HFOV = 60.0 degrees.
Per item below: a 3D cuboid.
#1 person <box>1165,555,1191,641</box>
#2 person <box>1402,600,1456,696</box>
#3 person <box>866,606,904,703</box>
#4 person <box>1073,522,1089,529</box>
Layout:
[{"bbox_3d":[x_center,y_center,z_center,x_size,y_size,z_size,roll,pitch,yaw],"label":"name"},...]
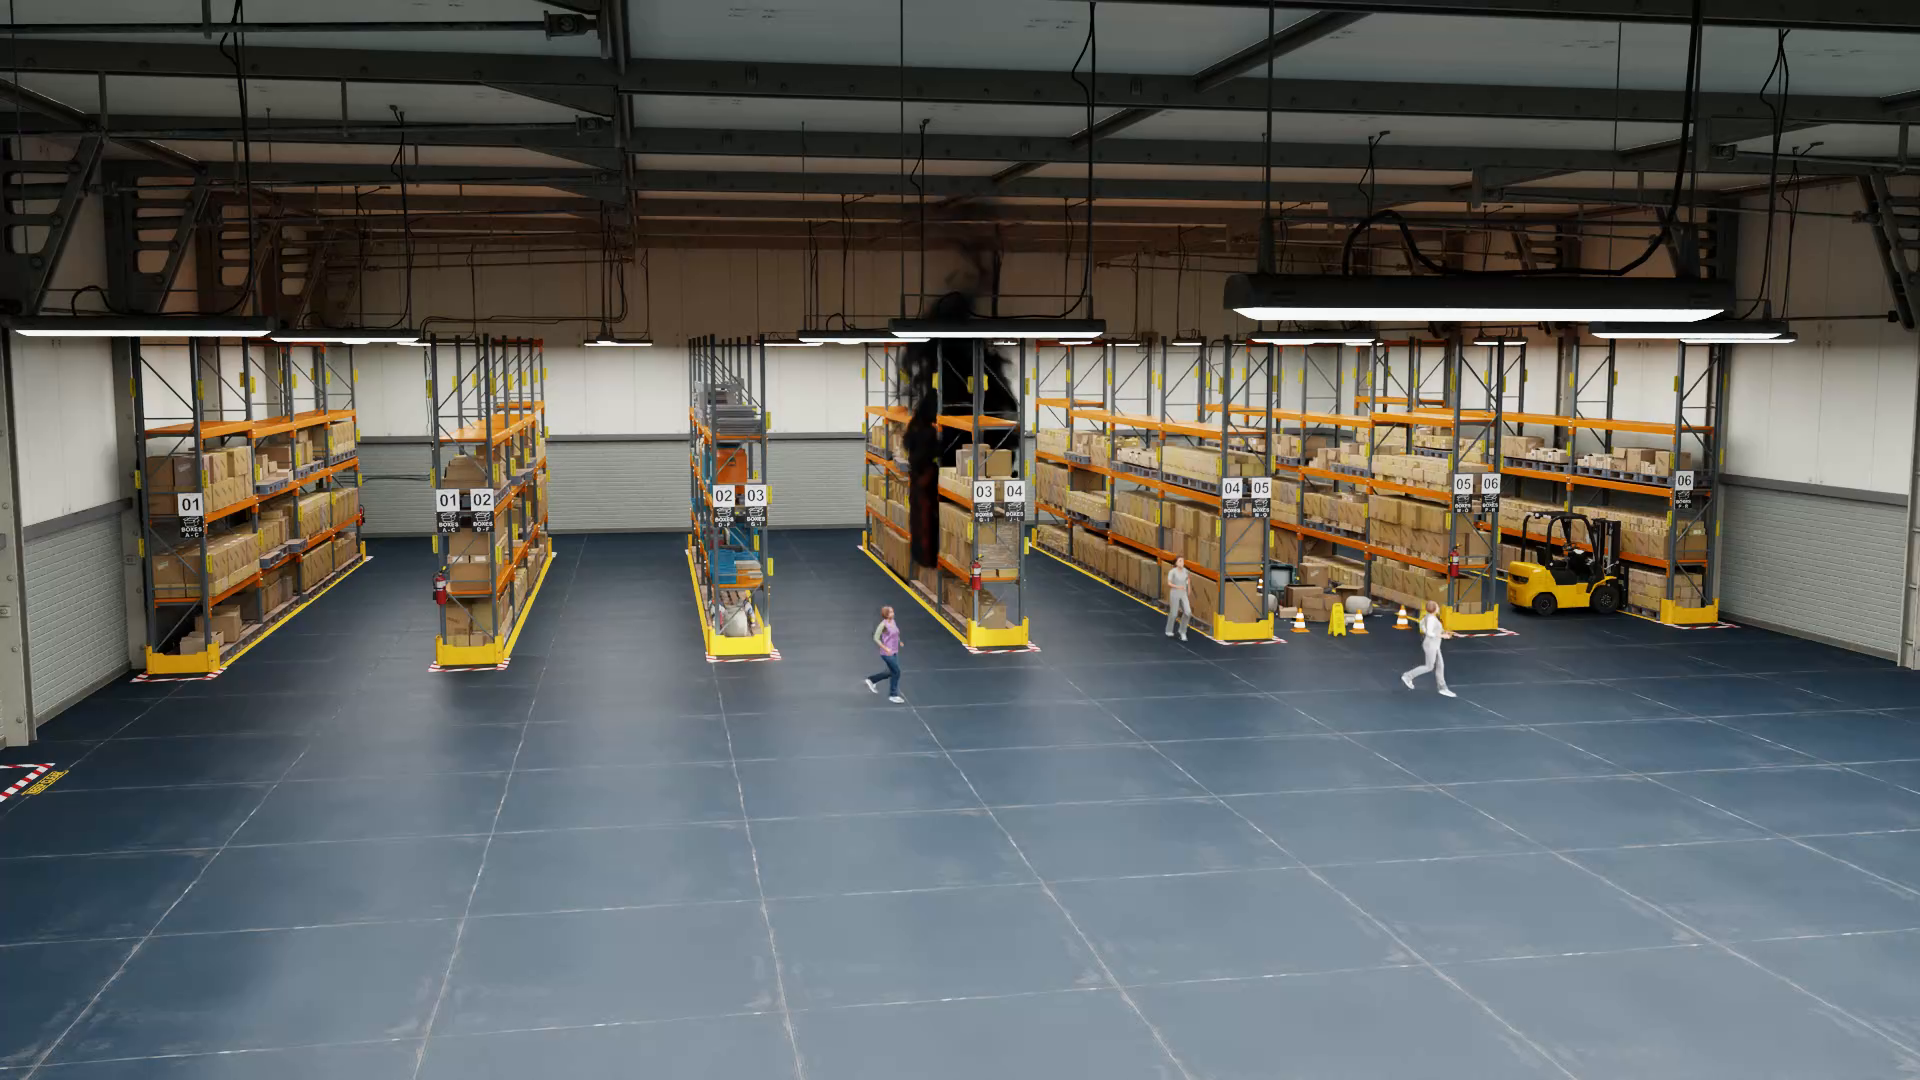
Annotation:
[{"bbox_3d":[4.336,1.148,32.847,0.591,1.712,0.704,-3,7,-22],"label":"person"},{"bbox_3d":[7.757,1.783,27.456,0.872,1.593,0.540,2,7,19],"label":"person"},{"bbox_3d":[-1.219,1.859,27.117,0.669,1.575,0.534,2,7,19],"label":"person"},{"bbox_3d":[3.605,-0.821,49.657,0.741,1.791,0.664,-5,8,-37],"label":"person"}]
